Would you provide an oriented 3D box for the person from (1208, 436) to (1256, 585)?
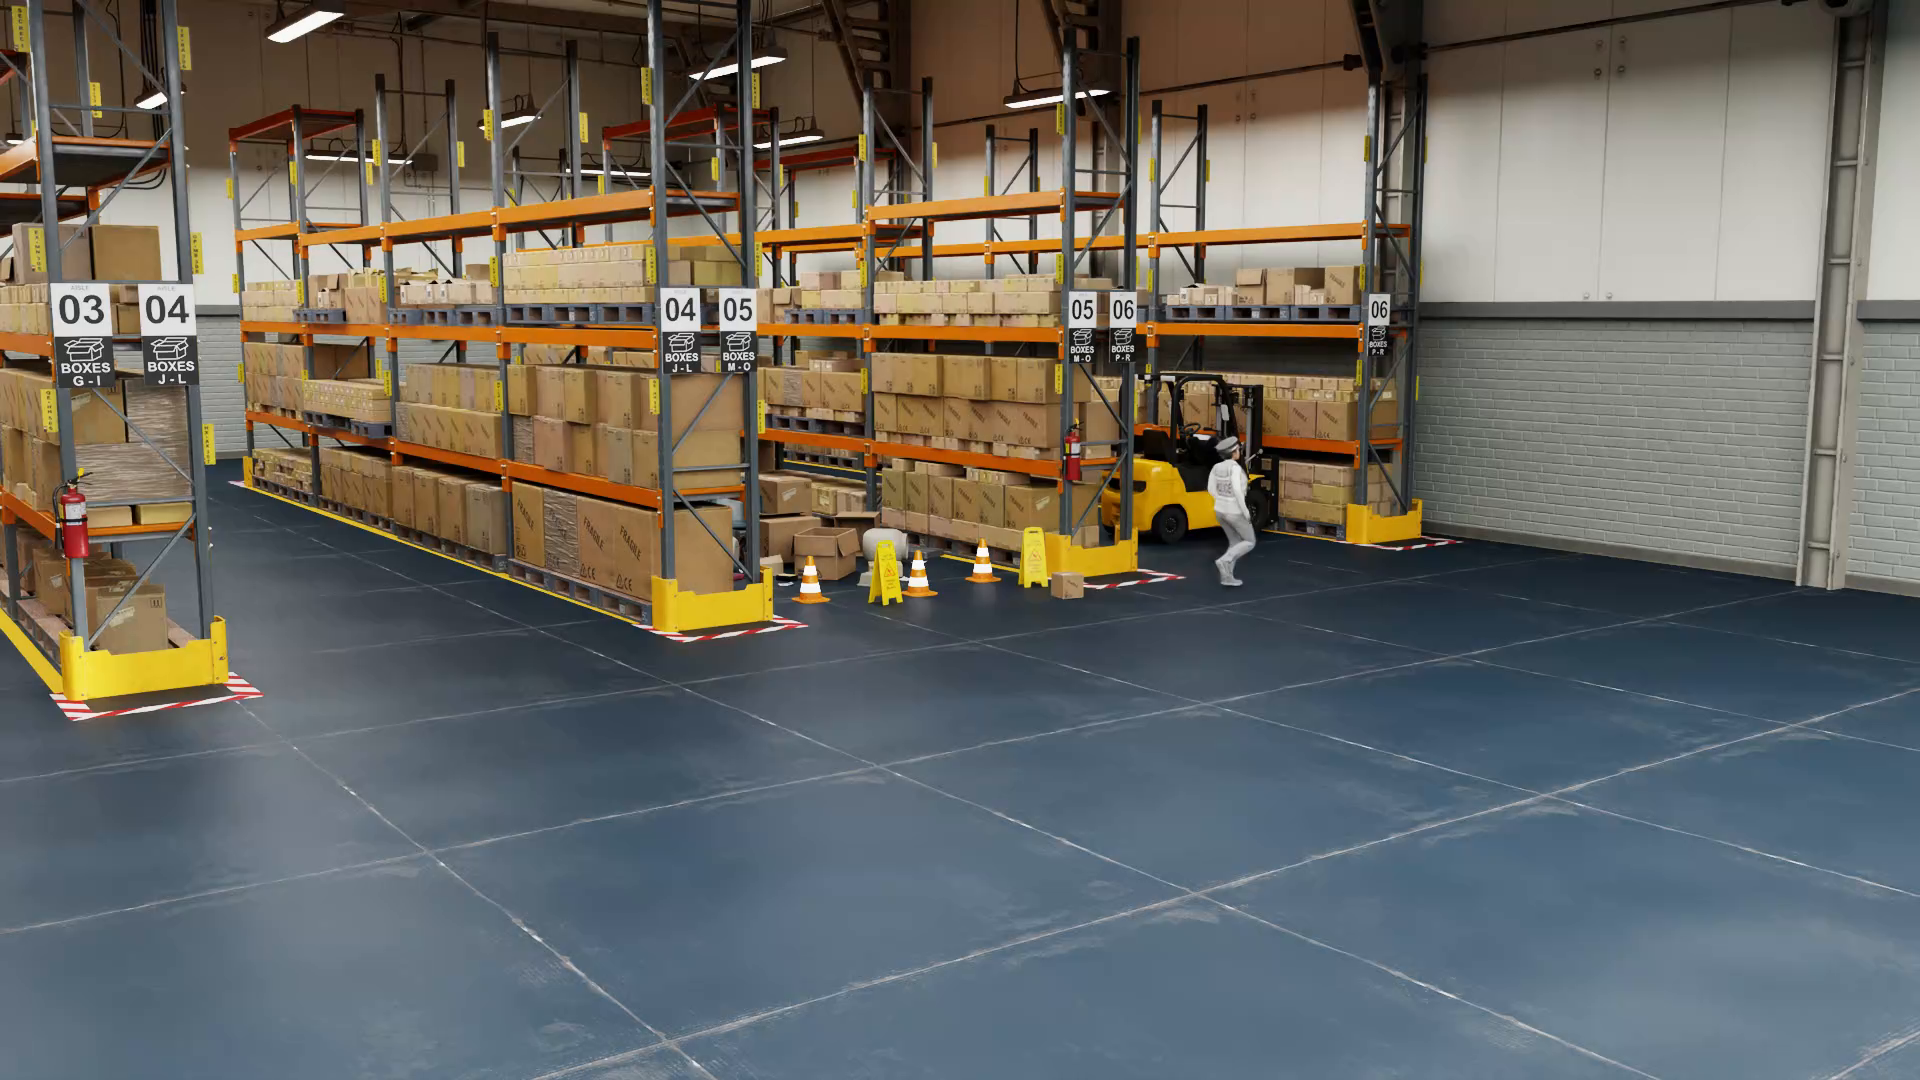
[{"bbox_3d":[2.972,-0.314,18.073,0.487,1.631,0.608,-5,9,-32],"label":"person"}]
